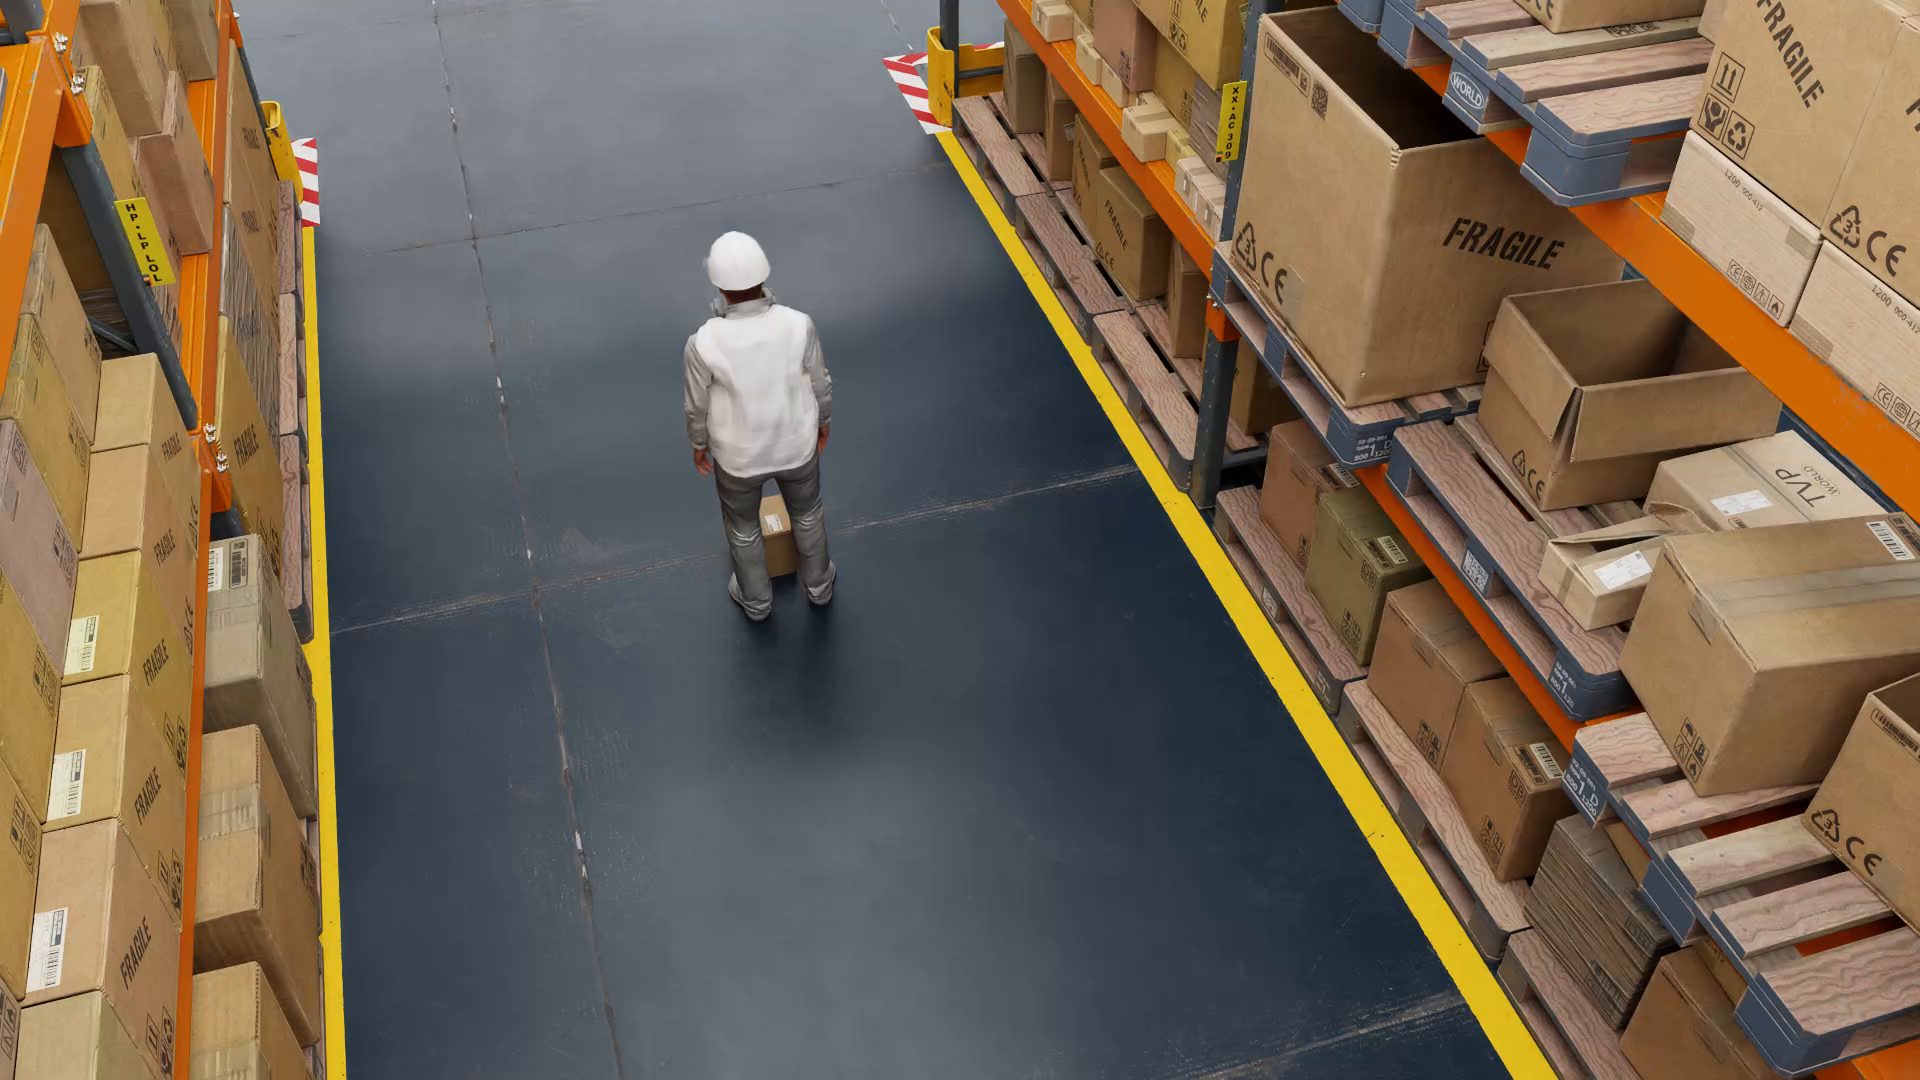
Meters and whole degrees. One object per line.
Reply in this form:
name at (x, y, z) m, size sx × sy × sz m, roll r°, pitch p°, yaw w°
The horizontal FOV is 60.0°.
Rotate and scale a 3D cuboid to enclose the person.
person at (-0.783, -0.408, 6.593) m, size 0.580 × 1.772 × 0.460 m, roll -12°, pitch 43°, yaw -13°
